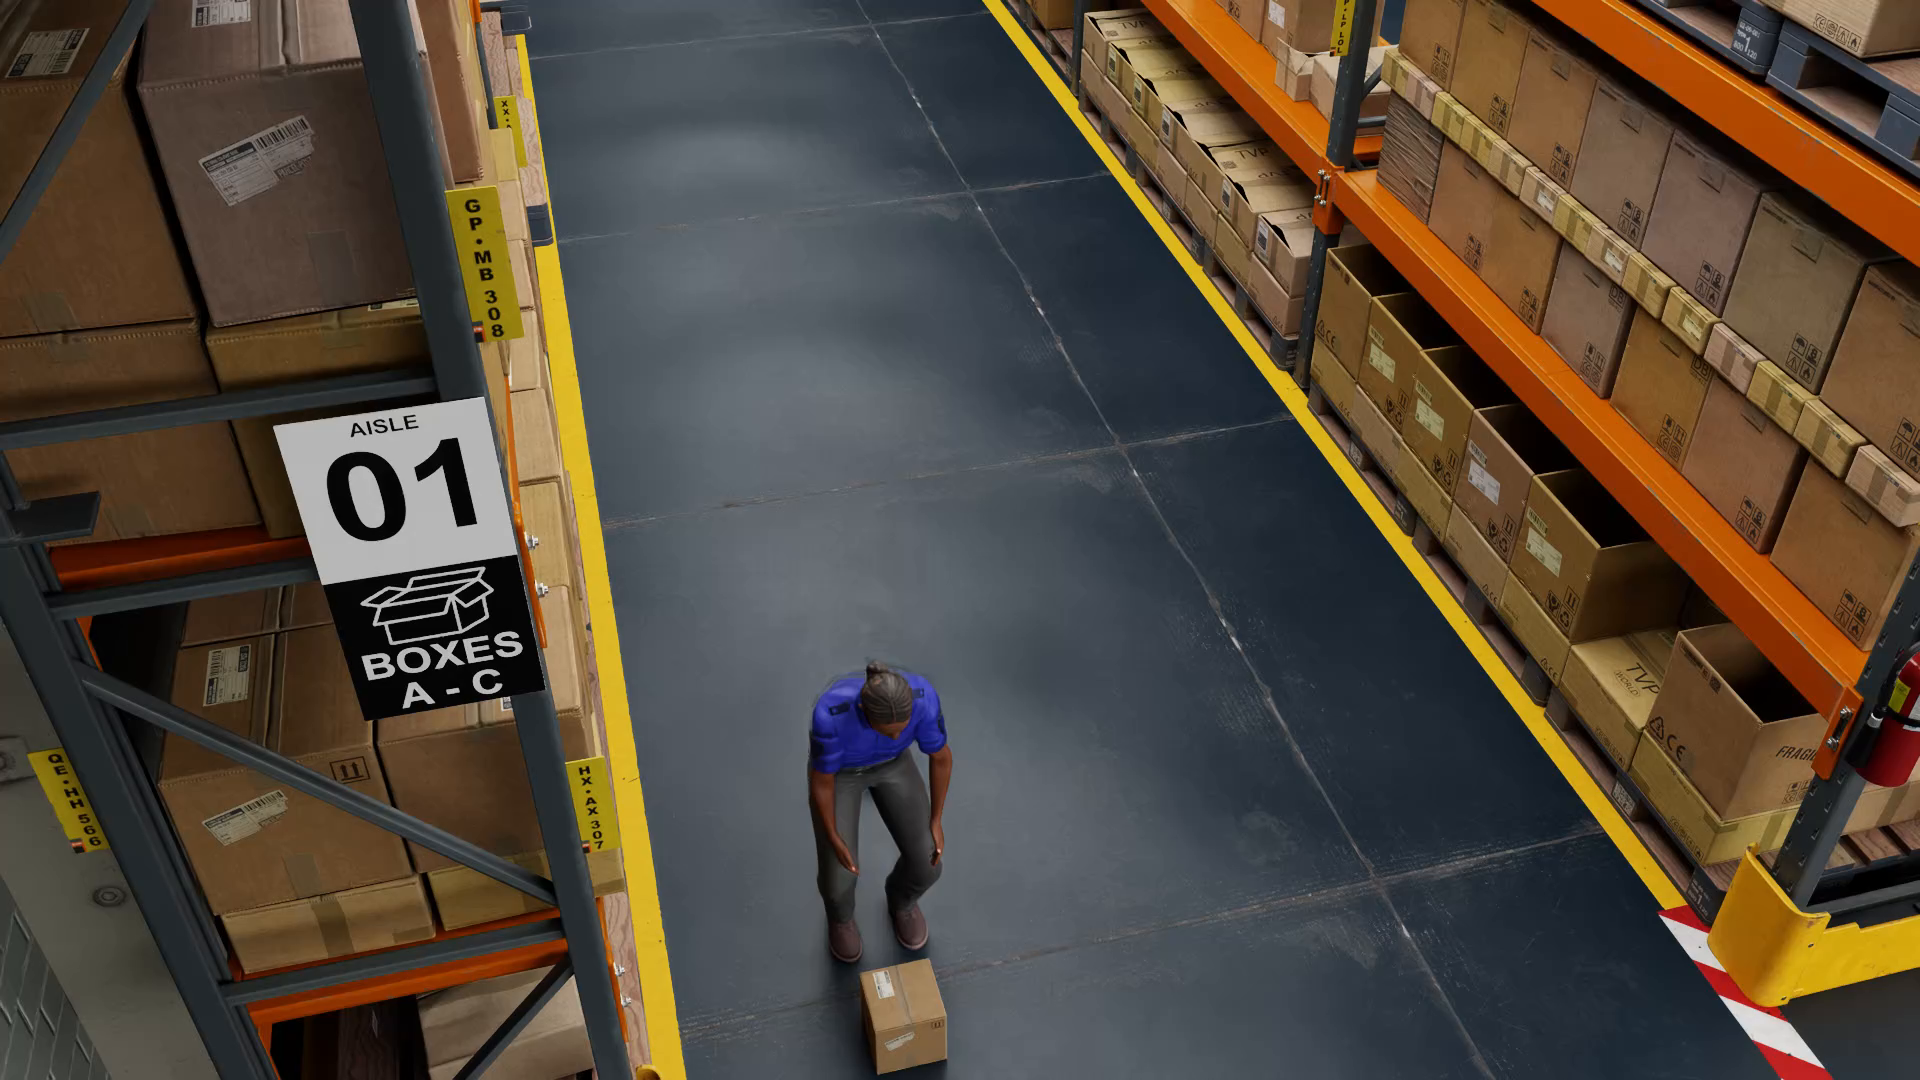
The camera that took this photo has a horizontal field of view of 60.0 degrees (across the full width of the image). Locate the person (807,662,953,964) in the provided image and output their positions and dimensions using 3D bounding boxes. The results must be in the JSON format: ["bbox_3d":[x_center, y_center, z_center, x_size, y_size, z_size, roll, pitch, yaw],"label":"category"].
[{"bbox_3d":[-0.281,0.886,5.785,0.492,1.441,0.576,-9,39,-11],"label":"person"}]
